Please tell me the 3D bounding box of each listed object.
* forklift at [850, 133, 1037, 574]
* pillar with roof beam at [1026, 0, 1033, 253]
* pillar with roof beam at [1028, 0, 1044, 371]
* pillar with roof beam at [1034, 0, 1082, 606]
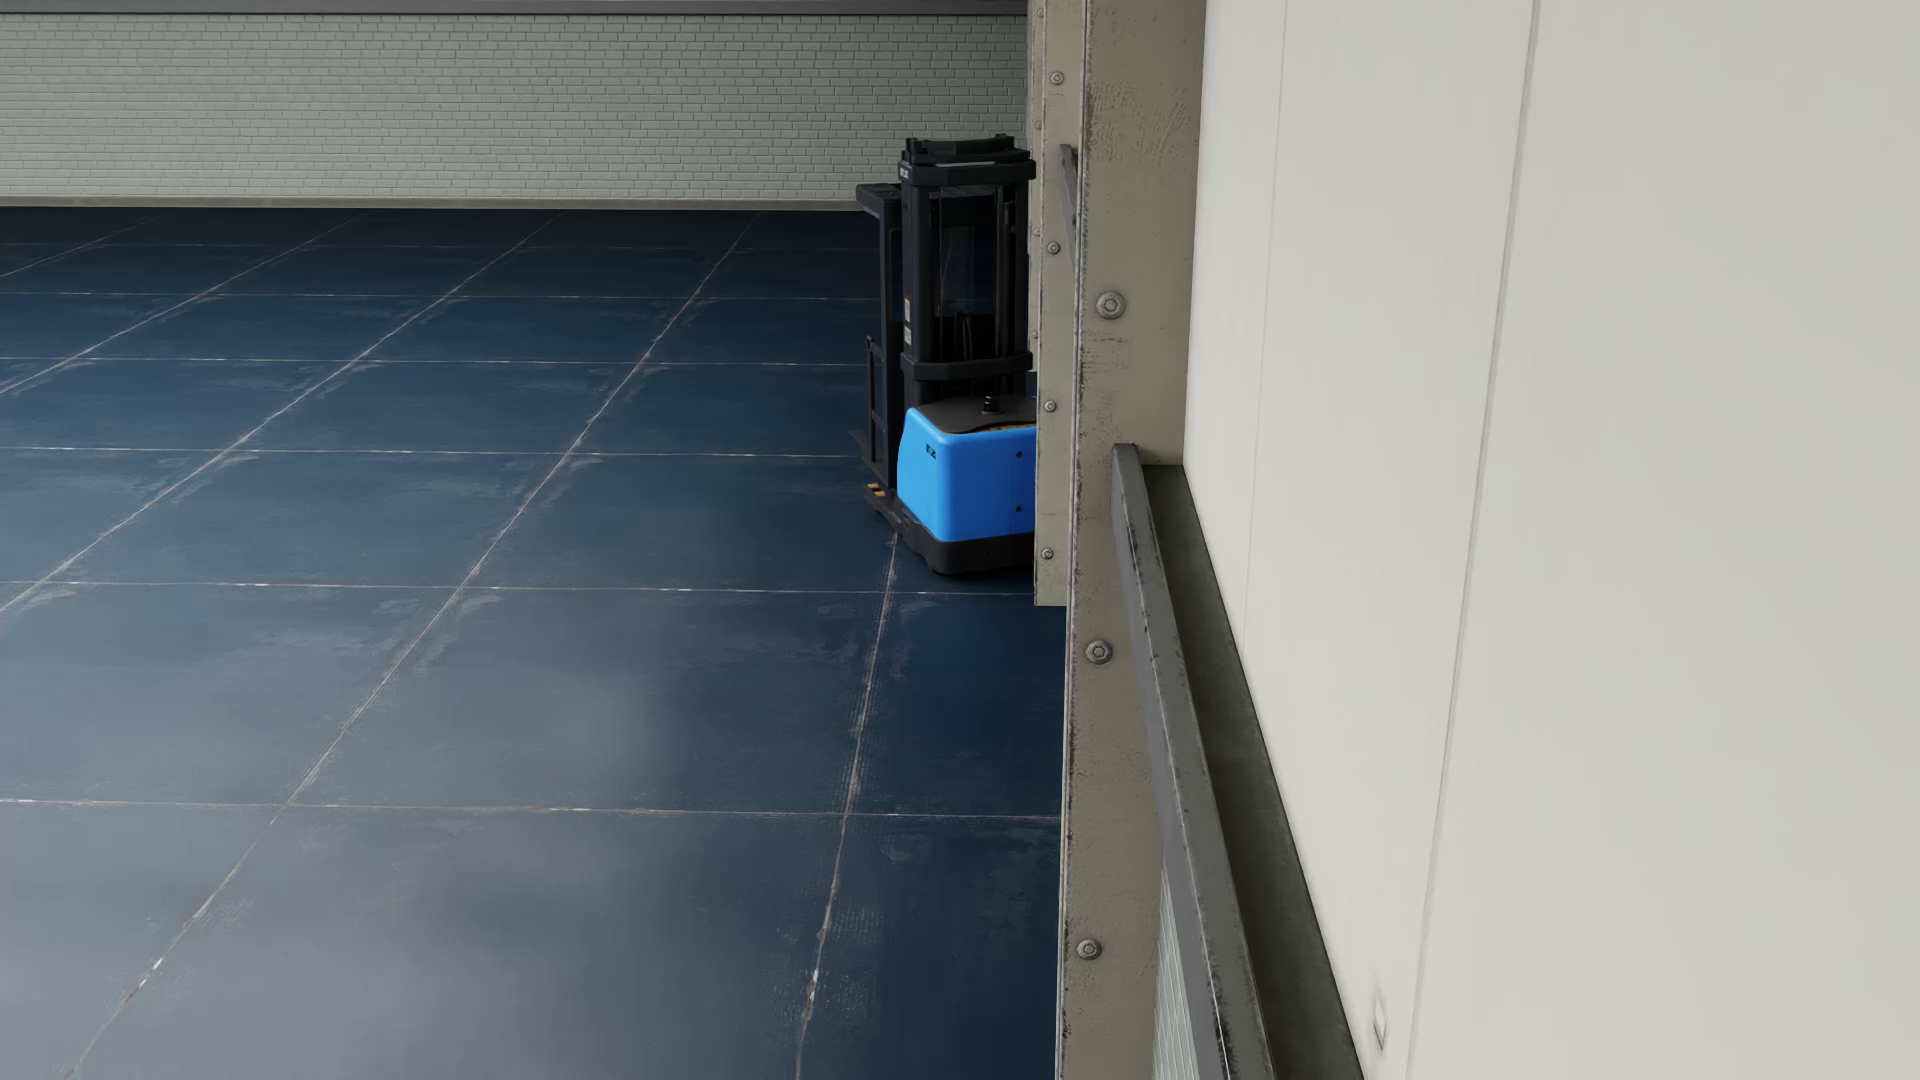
[{"bbox_3d":[-0.135,-1.627,12.670,1.130,2.935,3.031,-7,22,-18],"label":"forklift"},{"bbox_3d":[-3.268,-8.204,21.232,9.100,9.000,0.400,1,21,2],"label":"pillar with roof beam"},{"bbox_3d":[-3.450,-6.034,15.641,9.100,9.000,0.400,1,21,2],"label":"pillar with roof beam"},{"bbox_3d":[-3.633,-3.865,10.050,9.100,9.000,0.400,1,21,2],"label":"pillar with roof beam"}]
